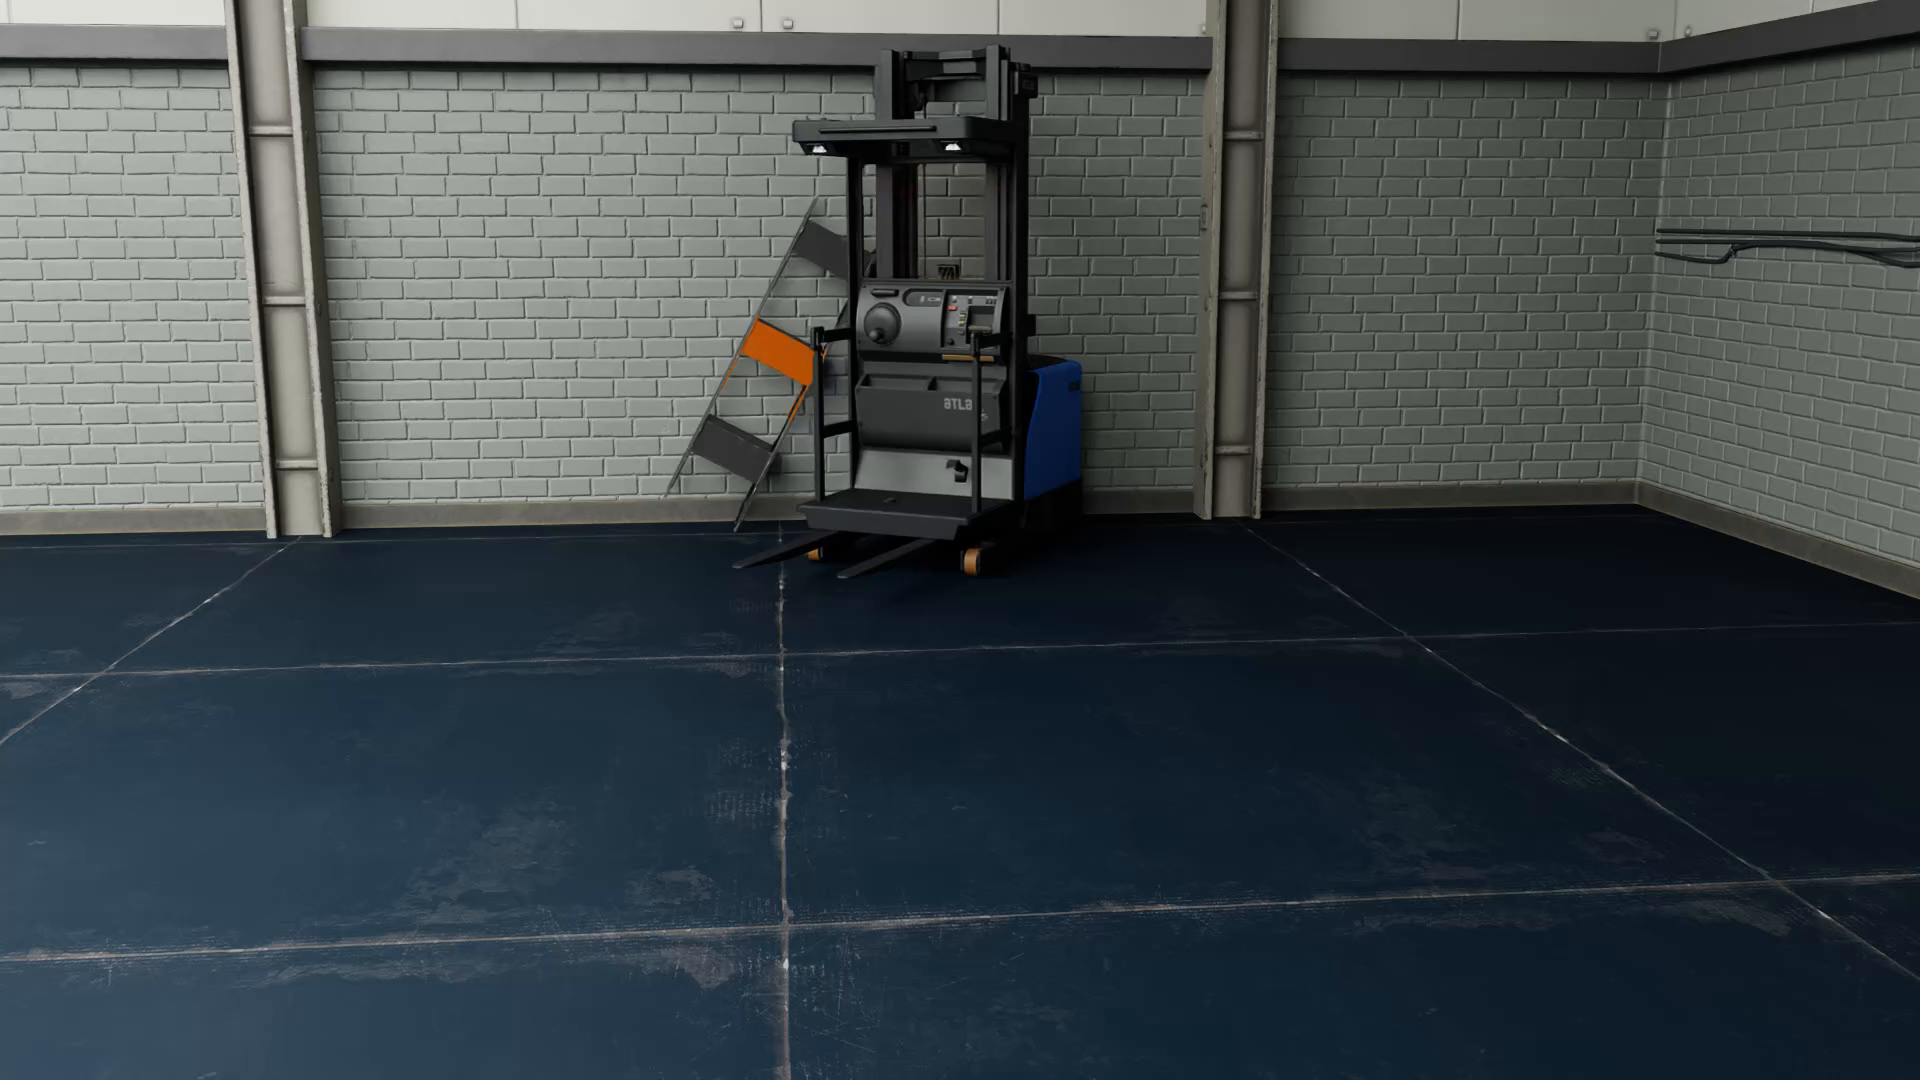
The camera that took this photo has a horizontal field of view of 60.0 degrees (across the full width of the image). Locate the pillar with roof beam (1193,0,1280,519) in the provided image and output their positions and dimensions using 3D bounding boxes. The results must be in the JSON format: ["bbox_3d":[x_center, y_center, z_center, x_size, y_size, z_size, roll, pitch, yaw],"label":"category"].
[{"bbox_3d":[2.265,-3.760,6.167,0.400,9.000,9.100,-1,11,-6],"label":"pillar with roof beam"}]

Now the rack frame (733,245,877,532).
[{"bbox_3d":[-0.965,-1.008,10.650,0.015,2.100,0.400,27,6,-11],"label":"rack frame"}]

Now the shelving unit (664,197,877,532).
[{"bbox_3d":[-1.179,-1.117,10.605,0.503,2.100,0.431,27,6,-11],"label":"shelving unit"}]

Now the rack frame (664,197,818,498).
[{"bbox_3d":[-1.393,-1.225,10.560,0.015,2.100,0.400,27,6,-11],"label":"rack frame"}]

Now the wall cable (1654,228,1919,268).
[{"bbox_3d":[4.872,-2.870,9.688,0.112,2.526,3.097,-1,11,-6],"label":"wall cable"}]

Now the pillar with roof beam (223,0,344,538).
[{"bbox_3d":[-3.700,-3.635,5.531,0.400,9.000,9.100,-1,11,-6],"label":"pillar with roof beam"}]

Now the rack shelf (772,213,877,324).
[{"bbox_3d":[-0.858,-1.719,10.530,0.480,0.518,0.431,27,6,-11],"label":"rack shelf"}]

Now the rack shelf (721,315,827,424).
[{"bbox_3d":[-1.185,-1.105,10.606,0.480,0.518,0.431,27,6,-11],"label":"rack shelf"}]

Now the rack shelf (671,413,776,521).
[{"bbox_3d":[-1.512,-0.490,10.683,0.480,0.518,0.431,27,6,-11],"label":"rack shelf"}]

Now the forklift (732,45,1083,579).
[{"bbox_3d":[-0.257,-1.325,9.511,1.130,2.935,3.031,5,12,23],"label":"forklift"}]
